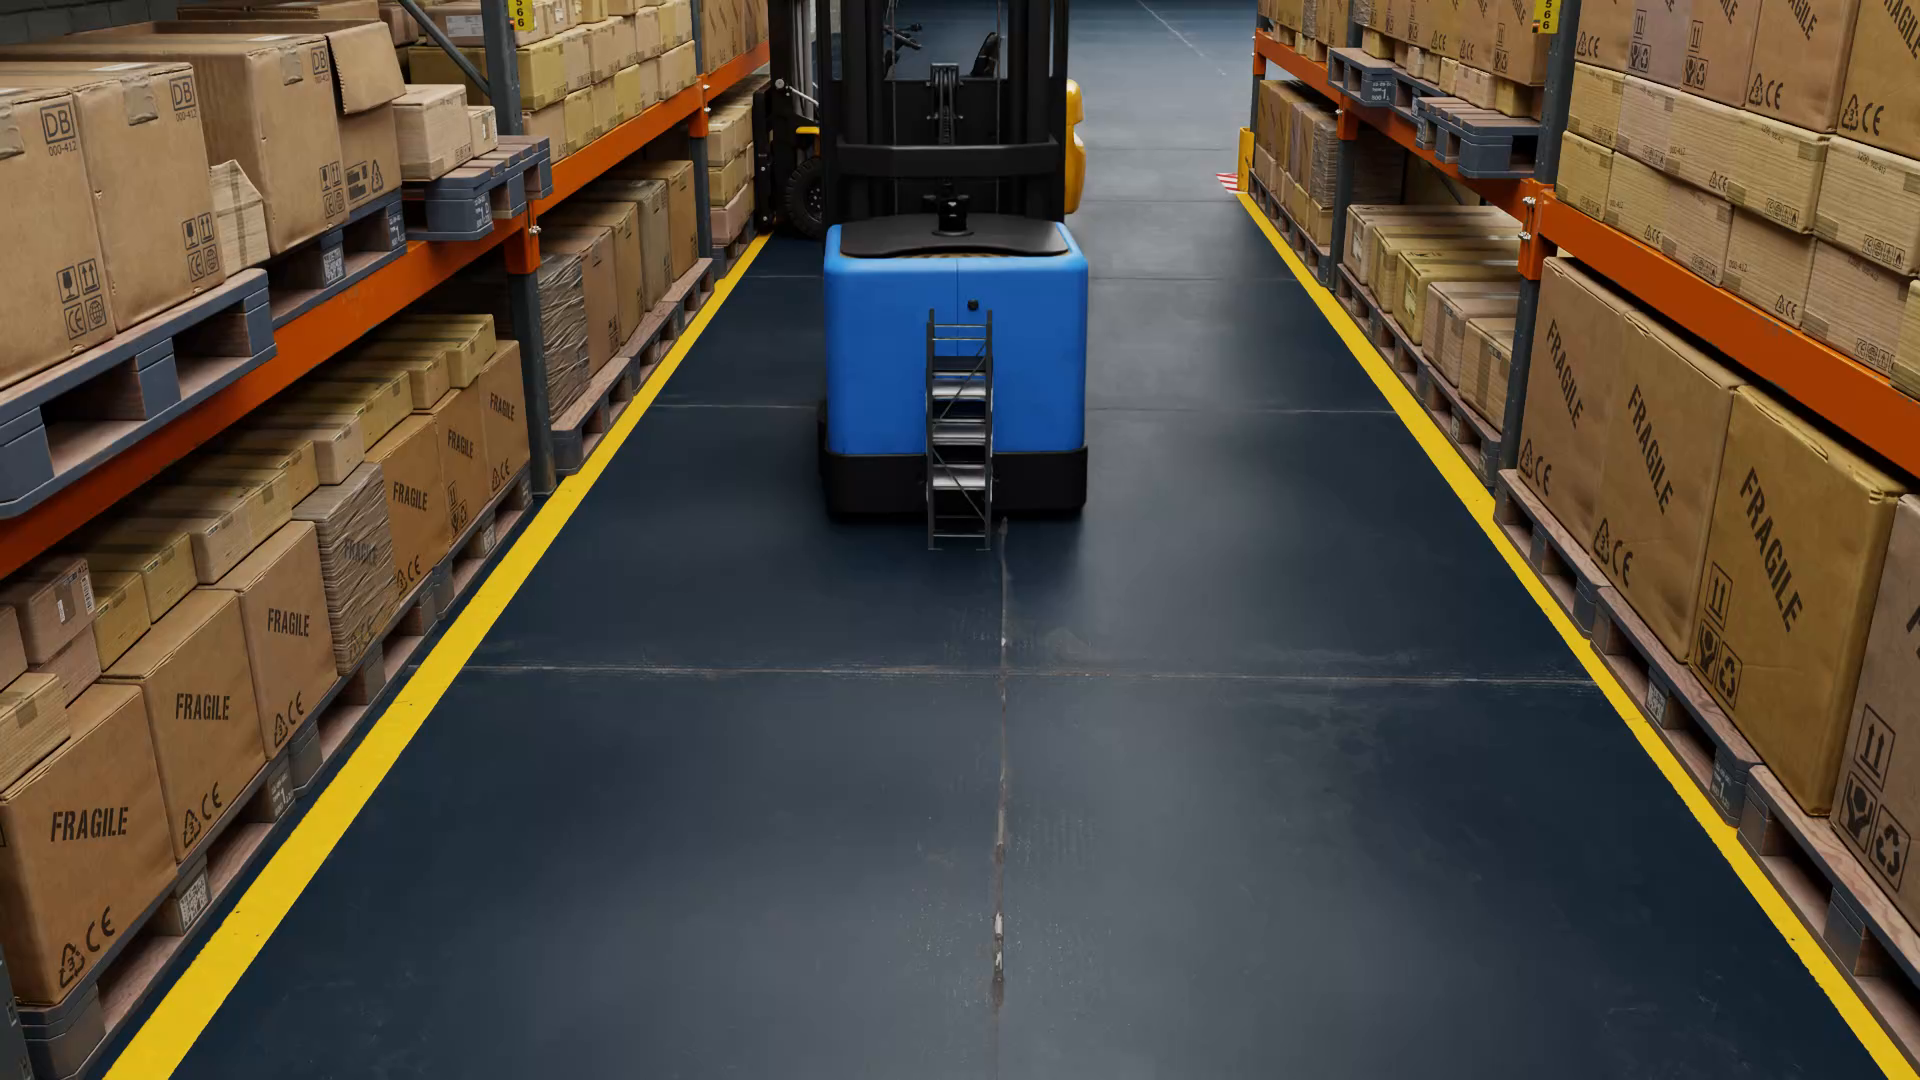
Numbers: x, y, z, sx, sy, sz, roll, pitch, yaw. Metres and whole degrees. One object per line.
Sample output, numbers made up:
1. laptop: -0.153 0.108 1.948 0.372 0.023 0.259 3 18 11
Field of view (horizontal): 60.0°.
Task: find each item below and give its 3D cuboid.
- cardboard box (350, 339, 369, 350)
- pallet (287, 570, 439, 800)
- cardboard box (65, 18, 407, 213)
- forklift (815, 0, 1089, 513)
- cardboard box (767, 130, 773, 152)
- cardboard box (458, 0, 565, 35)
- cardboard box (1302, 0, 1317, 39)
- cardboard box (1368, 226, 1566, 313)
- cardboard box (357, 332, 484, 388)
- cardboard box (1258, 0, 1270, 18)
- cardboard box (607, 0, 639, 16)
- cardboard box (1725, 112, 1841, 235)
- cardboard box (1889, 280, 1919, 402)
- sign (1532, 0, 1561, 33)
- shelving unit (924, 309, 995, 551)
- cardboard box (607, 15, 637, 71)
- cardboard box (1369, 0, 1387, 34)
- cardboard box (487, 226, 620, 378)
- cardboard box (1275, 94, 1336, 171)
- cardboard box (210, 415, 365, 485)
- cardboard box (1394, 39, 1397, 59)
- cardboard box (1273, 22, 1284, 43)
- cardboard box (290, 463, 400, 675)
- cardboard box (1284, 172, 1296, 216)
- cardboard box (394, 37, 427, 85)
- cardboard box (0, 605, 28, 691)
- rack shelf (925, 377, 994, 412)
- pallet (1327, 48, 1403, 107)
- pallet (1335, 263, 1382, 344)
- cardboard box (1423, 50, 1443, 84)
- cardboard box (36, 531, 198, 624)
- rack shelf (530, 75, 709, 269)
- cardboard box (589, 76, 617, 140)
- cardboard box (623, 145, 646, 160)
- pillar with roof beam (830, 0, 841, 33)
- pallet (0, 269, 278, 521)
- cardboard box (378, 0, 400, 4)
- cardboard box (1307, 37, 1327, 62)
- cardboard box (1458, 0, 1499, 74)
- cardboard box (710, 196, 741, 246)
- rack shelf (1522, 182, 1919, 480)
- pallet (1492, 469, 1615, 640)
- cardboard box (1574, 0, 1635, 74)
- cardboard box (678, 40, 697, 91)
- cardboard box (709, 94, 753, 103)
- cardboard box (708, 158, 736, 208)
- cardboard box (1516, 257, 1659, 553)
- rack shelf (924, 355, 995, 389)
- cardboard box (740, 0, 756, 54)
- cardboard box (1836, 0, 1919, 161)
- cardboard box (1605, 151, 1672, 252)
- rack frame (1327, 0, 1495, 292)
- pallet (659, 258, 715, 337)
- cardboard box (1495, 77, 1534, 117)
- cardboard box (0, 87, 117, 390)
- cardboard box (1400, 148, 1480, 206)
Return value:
1. cardboard box: -2.514 -0.484 6.505 0.500 0.500 0.500 1 21 4
2. pallet: -2.321 0.407 5.190 1.003 0.211 1.213 1 21 2
3. cardboard box: -2.086 -1.255 4.893 0.797 0.503 0.637 0 21 0
4. forklift: -0.091 -1.961 7.532 1.130 2.935 3.031 -1 21 -3
5. cardboard box: -1.700 -3.095 12.888 0.500 0.250 0.500 0 21 0
6. cardboard box: -1.928 -2.254 7.156 0.380 0.149 0.250 1 21 3
7. cardboard box: 2.647 -3.719 11.417 0.500 0.500 0.500 1 21 3
8. cardboard box: 2.830 -1.517 9.344 0.950 0.372 0.625 2 21 5
9. cardboard box: -1.960 -0.656 6.050 0.380 0.149 0.250 0 21 -1
10. cardboard box: 2.692 -4.459 13.326 0.500 0.500 0.500 0 21 1
11. cardboard box: -1.827 -2.713 8.340 0.380 0.149 0.250 0 21 0
12. cardboard box: 2.406 -0.982 4.430 0.500 0.250 0.500 1 21 3
13. cardboard box: 2.397 -0.383 3.576 0.500 0.250 0.500 0 21 1
14. sign: 2.198 -2.055 6.188 0.100 0.325 0.005 1 21 2
15. shelving unit: 0.000 -0.417 6.359 0.258 0.900 0.210 1 21 2
16. cardboard box: -1.922 -2.479 8.287 0.500 0.250 0.500 1 21 2
17. cardboard box: 2.547 -3.030 9.060 0.500 0.500 0.500 1 21 2
18. cardboard box: -2.176 -1.153 8.057 0.875 0.625 0.625 1 21 3
19. cardboard box: 2.648 -3.038 12.396 0.500 0.500 0.500 1 21 3
20. cardboard box: -2.051 -0.275 5.070 0.380 0.149 0.250 0 21 -1
21. cardboard box: 2.581 -2.685 9.069 0.380 0.149 0.250 2 21 5
22. cardboard box: 2.631 -3.927 12.850 0.380 0.149 0.250 1 21 2
23. cardboard box: -2.055 0.080 5.051 0.500 0.500 0.500 0 21 0
24. cardboard box: 2.638 -2.503 12.054 0.500 0.250 0.500 1 21 2
25. cardboard box: -2.485 -1.932 6.877 0.500 0.250 0.500 1 21 3
26. cardboard box: -2.126 0.244 3.320 0.380 0.149 0.250 0 21 1
27. rack shelf: 0.000 -0.553 6.306 0.258 0.077 0.200 1 21 2
28. pallet: 2.694 -2.632 9.430 1.003 0.211 1.213 1 21 2
29. pallet: 2.840 -1.415 9.883 1.003 0.211 1.213 1 21 2
30. cardboard box: 2.484 -2.311 8.104 0.380 0.149 0.250 0 21 0
31. cardboard box: -2.143 0.090 4.127 0.380 0.149 0.250 0 21 1
32. rack shelf: -2.160 -1.991 8.508 1.077 0.370 4.000 1 21 2
33. cardboard box: -1.934 -2.059 7.896 0.500 0.250 0.500 0 21 0
34. cardboard box: -2.277 -2.609 10.946 0.500 0.250 0.500 1 21 3
35. pillar with roof beam: 1.951 -13.511 28.911 9.100 9.000 0.400 1 21 2
36. pallet: -2.209 -0.355 3.563 1.003 0.211 1.213 1 21 2
37. cardboard box: -2.517 -2.168 6.934 0.380 0.149 0.250 1 21 3
38. cardboard box: 2.595 -3.366 11.404 0.380 0.149 0.250 0 21 1
39. cardboard box: 2.481 -2.285 7.142 0.500 0.500 0.500 0 21 1
40. cardboard box: -1.753 -2.134 11.104 0.500 0.250 0.500 1 21 2
41. rack shelf: 2.680 -0.491 4.643 1.077 0.370 4.000 1 21 2
42. pallet: 2.641 0.034 6.148 1.003 0.211 1.213 1 21 2
43. cardboard box: 2.481 -1.887 5.725 0.500 0.500 0.500 0 21 0
44. cardboard box: -1.853 -2.794 9.791 0.500 0.250 0.500 1 21 3
45. cardboard box: -1.718 -3.155 12.353 0.500 0.250 0.500 0 21 1
46. cardboard box: -1.776 -2.368 11.014 0.500 0.250 0.500 1 21 1
47. cardboard box: 2.637 -0.506 6.044 0.875 0.875 0.875 0 21 1
48. rack shelf: 0.000 -0.637 6.273 0.258 0.077 0.200 1 21 2
49. cardboard box: -1.775 -3.807 12.055 0.500 0.500 0.500 1 21 2
50. cardboard box: 2.425 -1.151 3.828 0.500 0.500 0.500 1 21 3
51. cardboard box: 2.476 -1.120 5.476 0.500 0.250 0.500 0 21 0
52. rack frame: 2.862 -2.996 10.104 1.000 3.000 0.127 1 21 2
53. pallet: -2.083 -1.483 10.058 1.003 0.211 1.213 1 21 2
54. cardboard box: 2.451 -1.847 6.910 0.380 0.149 0.250 1 21 2
55. cardboard box: -2.104 -0.572 3.137 0.700 0.500 0.500 1 21 3
56. cardboard box: 3.150 -2.470 10.932 0.500 0.500 0.500 2 21 4
